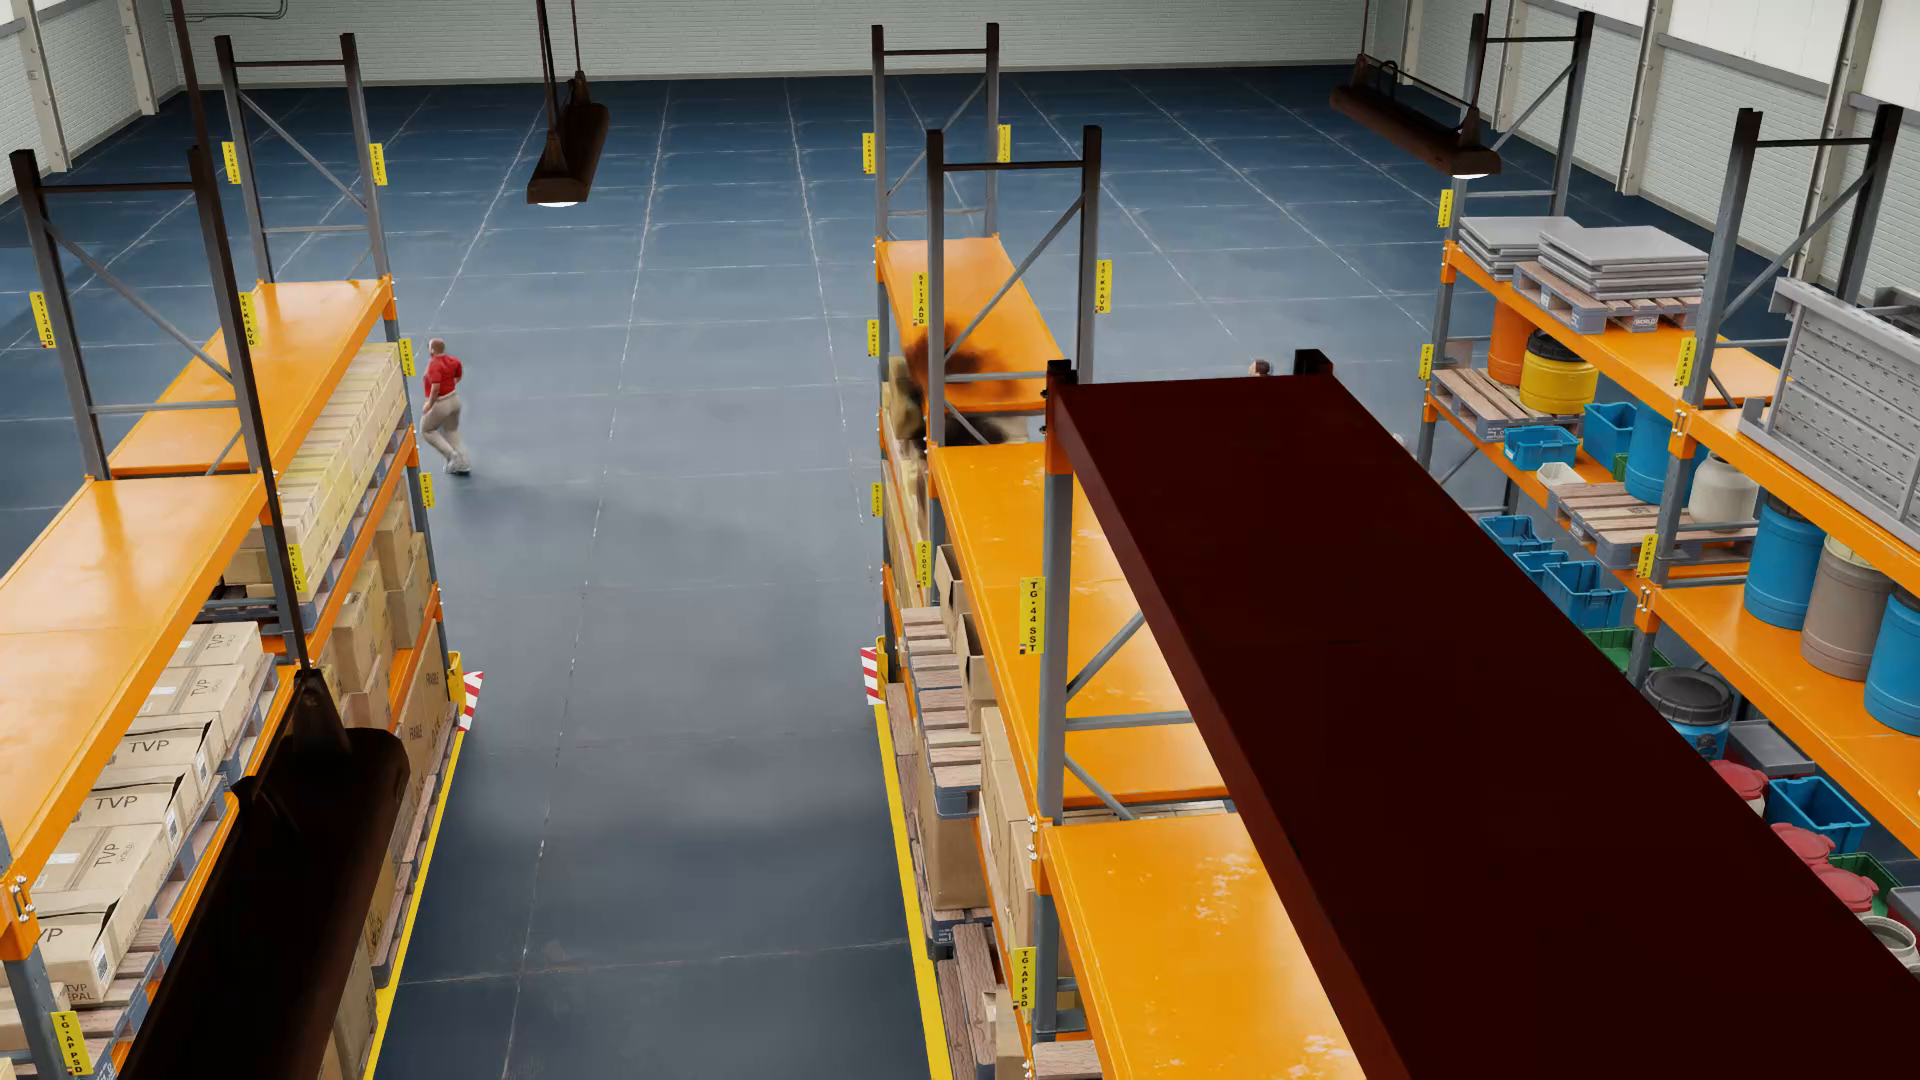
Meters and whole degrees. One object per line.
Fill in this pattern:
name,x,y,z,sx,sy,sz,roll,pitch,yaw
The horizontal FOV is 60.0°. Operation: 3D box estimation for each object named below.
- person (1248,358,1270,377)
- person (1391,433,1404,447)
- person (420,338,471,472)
person,3.476,-1.334,19.457,0.933,1.644,0.557,6,26,12
person,4.519,-0.311,17.290,0.615,1.637,0.615,16,30,30
person,-6.240,-1.618,19.931,0.607,1.688,0.651,13,28,25
